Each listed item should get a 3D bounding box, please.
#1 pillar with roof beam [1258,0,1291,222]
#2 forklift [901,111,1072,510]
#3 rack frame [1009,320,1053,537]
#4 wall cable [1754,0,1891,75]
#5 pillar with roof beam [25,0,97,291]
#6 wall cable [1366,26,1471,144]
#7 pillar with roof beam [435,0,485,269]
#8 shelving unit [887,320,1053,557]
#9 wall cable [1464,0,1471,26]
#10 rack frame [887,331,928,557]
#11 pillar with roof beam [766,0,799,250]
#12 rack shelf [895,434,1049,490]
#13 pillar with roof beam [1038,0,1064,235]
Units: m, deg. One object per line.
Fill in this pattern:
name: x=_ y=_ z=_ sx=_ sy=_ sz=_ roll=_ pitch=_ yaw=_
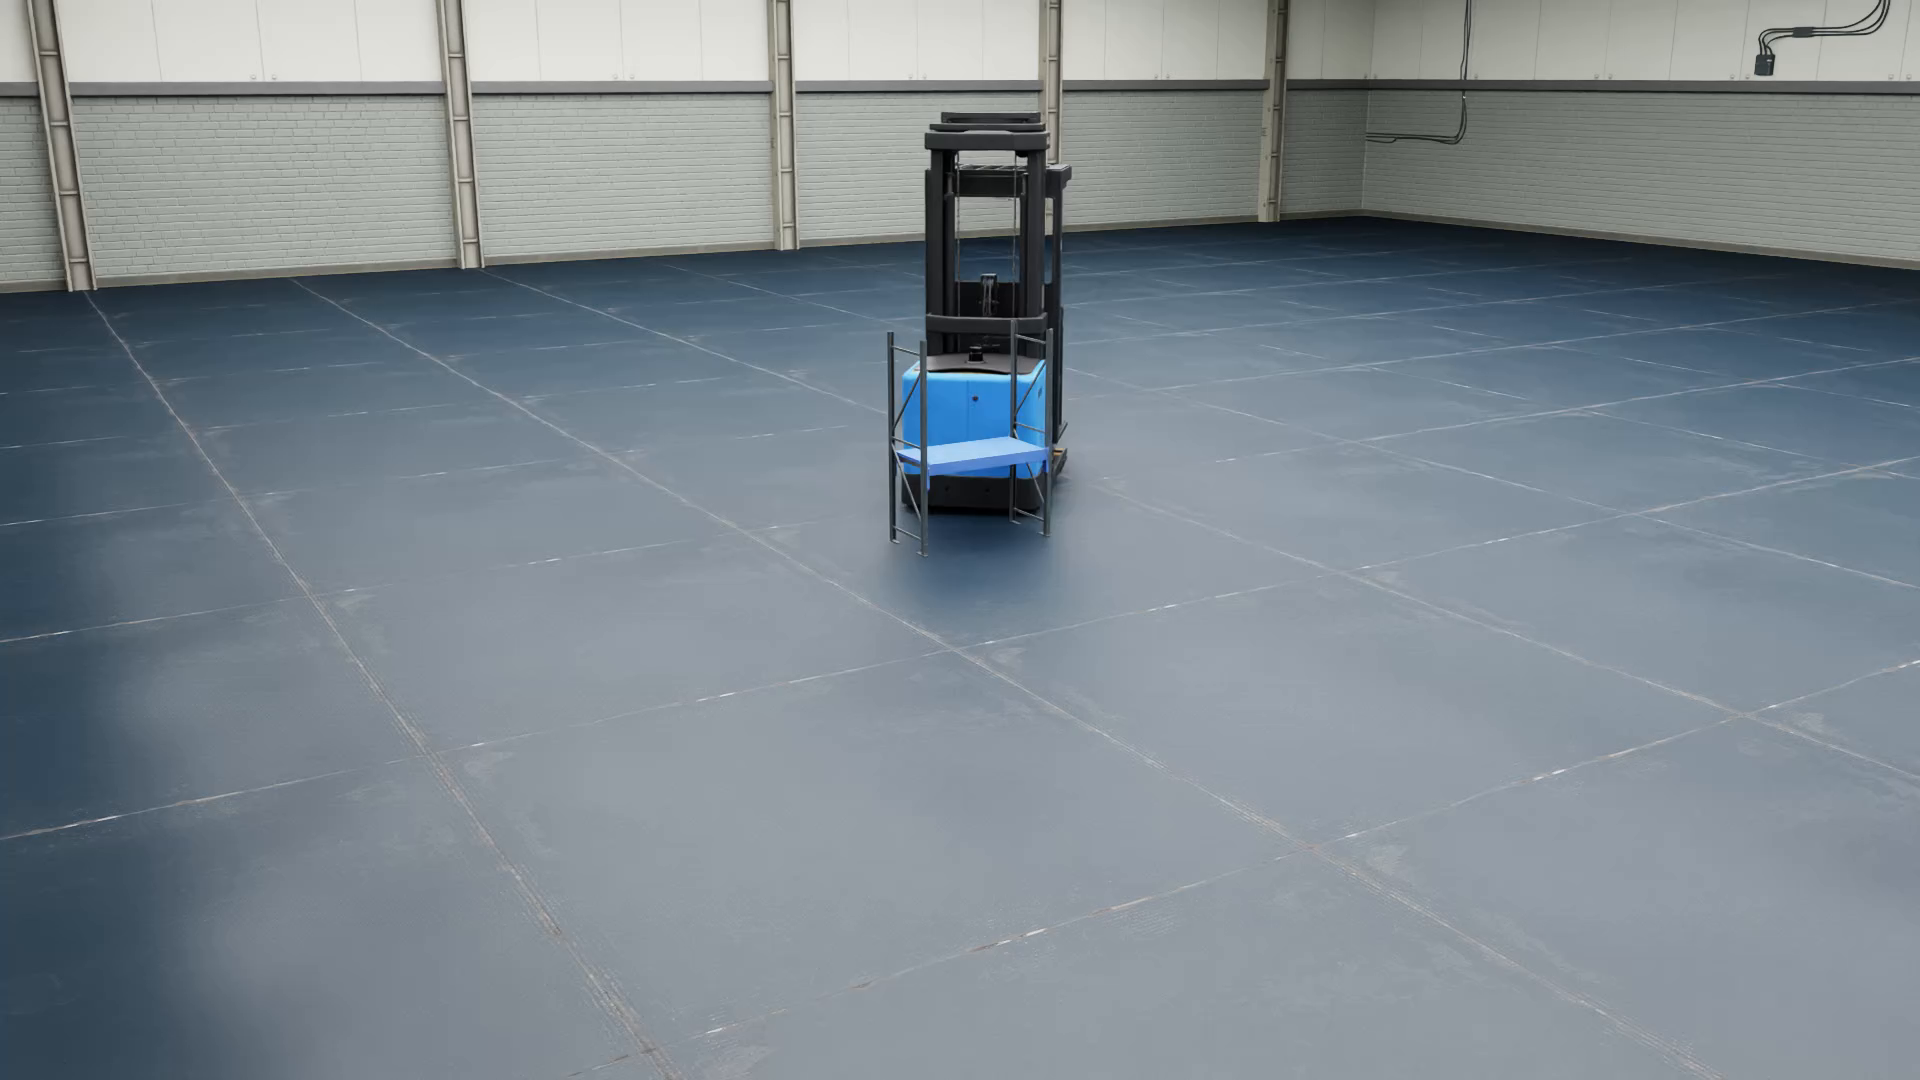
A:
pillar with roof beam: x=9.199 y=-10.552 z=32.880 sx=0.400 sy=9.000 sz=9.100 roll=-9 pitch=18 yaw=-30
forklift: x=0.307 y=-1.989 z=13.577 sx=1.130 sy=2.935 sz=3.031 roll=3 pitch=16 yaw=9
rack frame: x=0.509 y=-0.805 z=12.002 sx=0.032 sy=1.500 sz=0.500 roll=-9 pitch=18 yaw=-30
wall cable: x=15.064 y=-11.090 z=28.500 sx=0.169 sy=6.003 sz=2.305 roll=-9 pitch=18 yaw=-30
pillar with roof beam: x=-11.374 y=-7.216 z=20.979 sx=0.400 sy=9.000 sz=9.100 roll=-9 pitch=18 yaw=-30
wall cable: x=10.188 y=-10.156 z=37.222 sx=0.112 sy=2.526 sz=3.097 roll=-9 pitch=18 yaw=-30
pillar with roof beam: x=-6.230 y=-8.050 z=23.954 sx=0.400 sy=9.000 sz=9.100 roll=-9 pitch=18 yaw=-30
shelving unit: x=0.073 y=-0.734 z=11.750 sx=1.048 sy=1.500 sz=0.538 roll=-9 pitch=18 yaw=-30
wall cable: x=11.581 y=-11.962 z=34.307 sx=0.112 sy=2.526 sz=3.097 roll=-9 pitch=18 yaw=-30
rack frame: x=-0.363 y=-0.663 z=11.498 sx=0.032 sy=1.500 sz=0.500 roll=-9 pitch=18 yaw=-30
pillar with roof beam: x=-1.087 y=-8.884 z=26.930 sx=0.400 sy=9.000 sz=9.100 roll=-9 pitch=18 yaw=-30
rack shelf: x=0.073 y=-0.561 z=11.798 sx=1.000 sy=0.185 sz=0.538 roll=-9 pitch=18 yaw=-30
pillar with roof beam: x=4.056 y=-9.718 z=29.905 sx=0.400 sy=9.000 sz=9.100 roll=-9 pitch=18 yaw=-30
